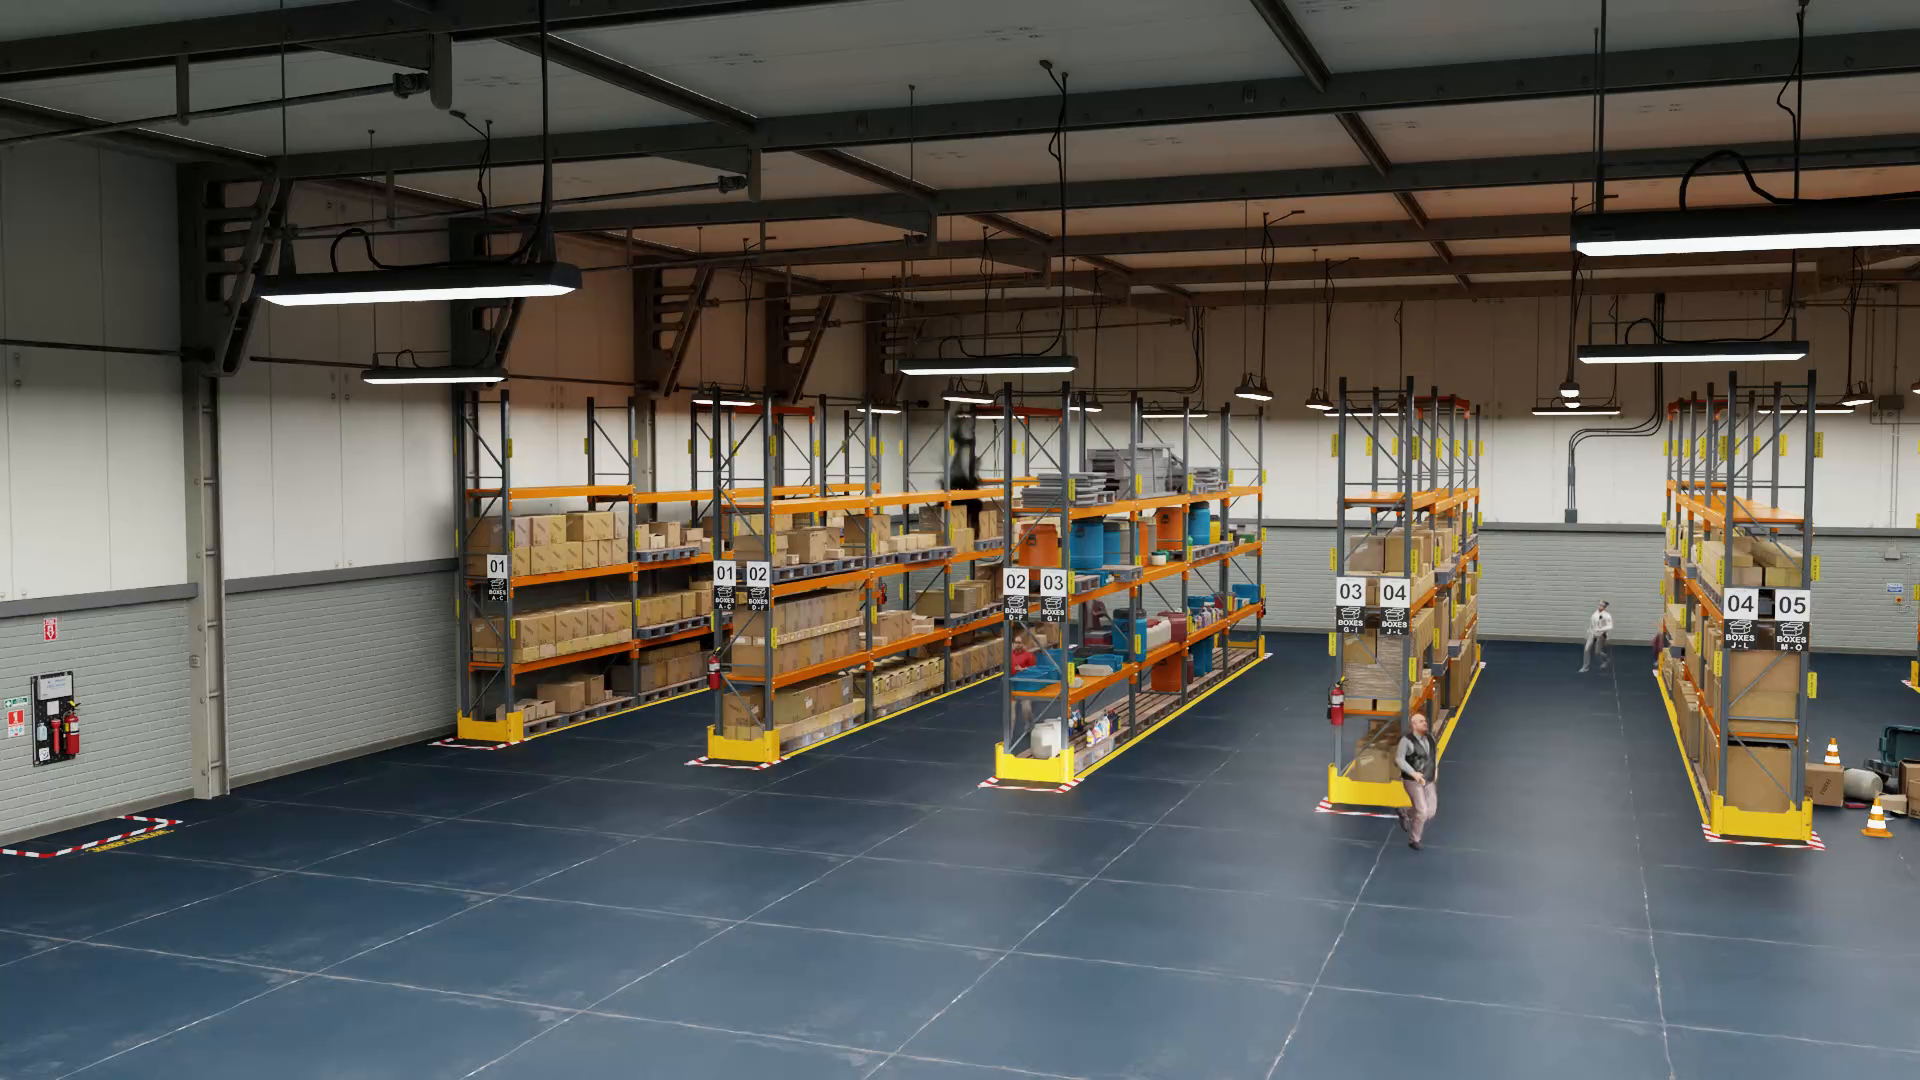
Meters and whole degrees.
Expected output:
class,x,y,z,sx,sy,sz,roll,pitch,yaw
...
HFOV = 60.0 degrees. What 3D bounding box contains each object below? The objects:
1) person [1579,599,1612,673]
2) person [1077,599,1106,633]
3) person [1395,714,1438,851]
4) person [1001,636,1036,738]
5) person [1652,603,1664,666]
class,x,y,z,sx,sy,sz,roll,pitch,yaw
person,14.254,2.139,37.037,0.857,1.663,0.652,-2,4,-27
person,2.997,1.988,38.082,0.702,1.764,1.065,1,3,10
person,5.730,3.018,20.864,0.682,1.702,0.668,-2,3,-26
person,1.012,2.530,28.851,0.662,1.716,0.968,1,3,17
person,16.059,2.113,37.958,0.547,1.643,0.704,2,4,33
